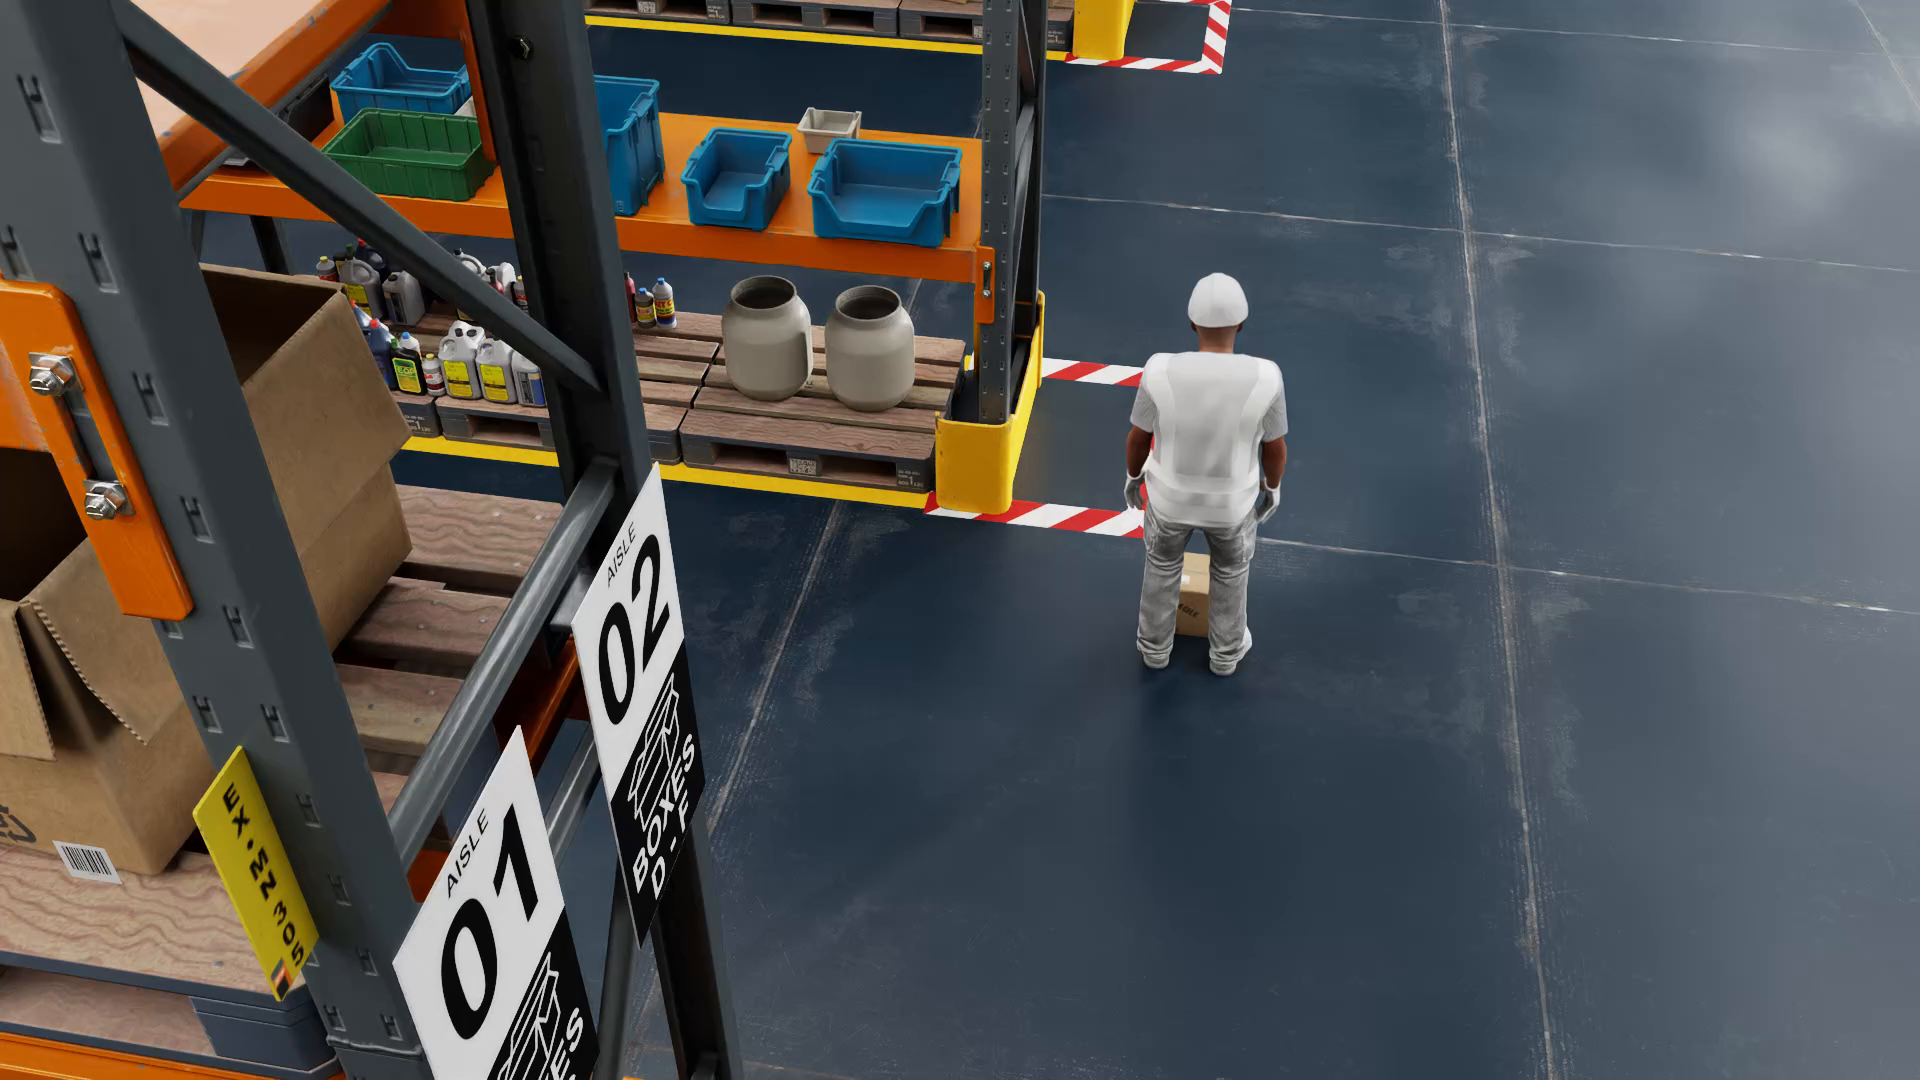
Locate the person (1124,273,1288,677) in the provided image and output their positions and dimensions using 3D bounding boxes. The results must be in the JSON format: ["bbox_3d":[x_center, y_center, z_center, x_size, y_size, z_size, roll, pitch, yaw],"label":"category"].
[{"bbox_3d":[0.930,-0.203,6.389,0.603,1.774,0.446,7,41,8],"label":"person"}]
